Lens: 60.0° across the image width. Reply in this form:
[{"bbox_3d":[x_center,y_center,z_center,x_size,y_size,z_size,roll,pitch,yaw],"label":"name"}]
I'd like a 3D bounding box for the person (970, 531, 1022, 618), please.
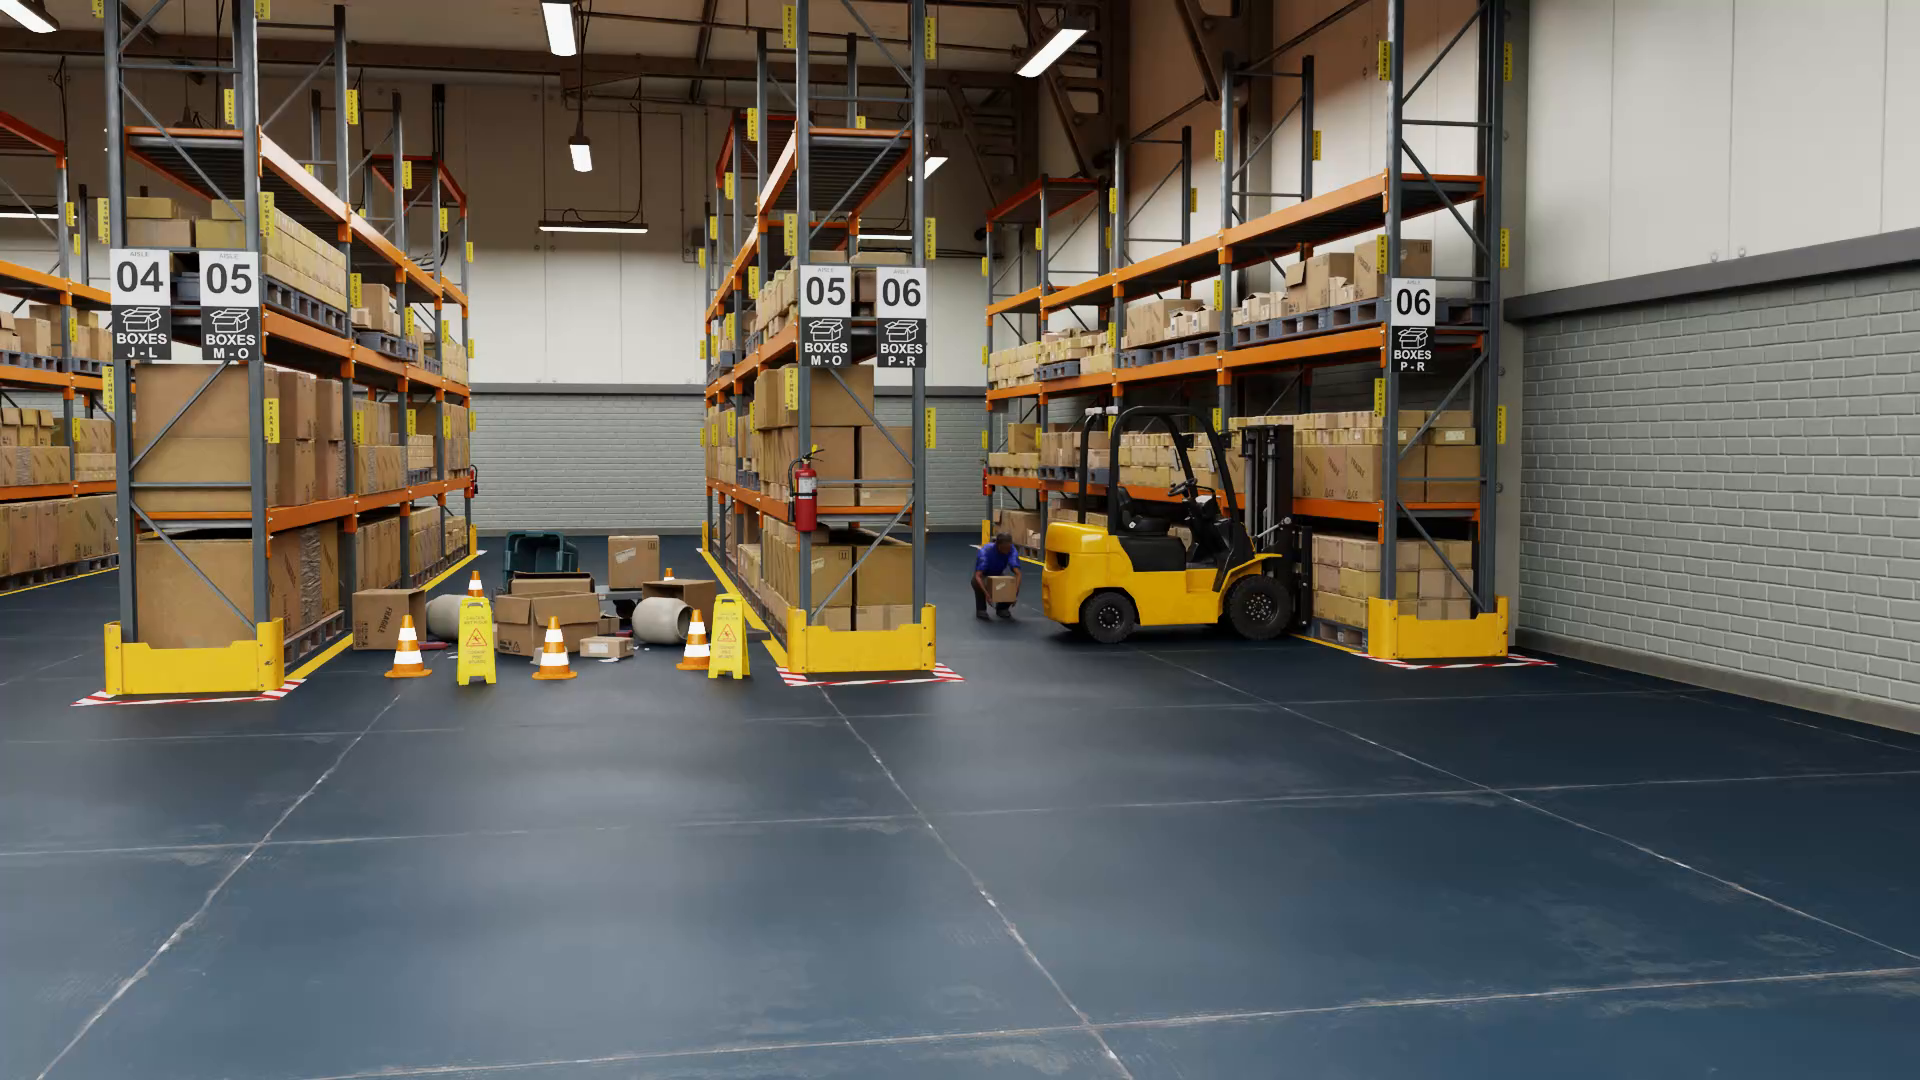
[{"bbox_3d":[0.363,0.361,17.452,0.505,0.926,0.811,-1,3,-12],"label":"person"}]
